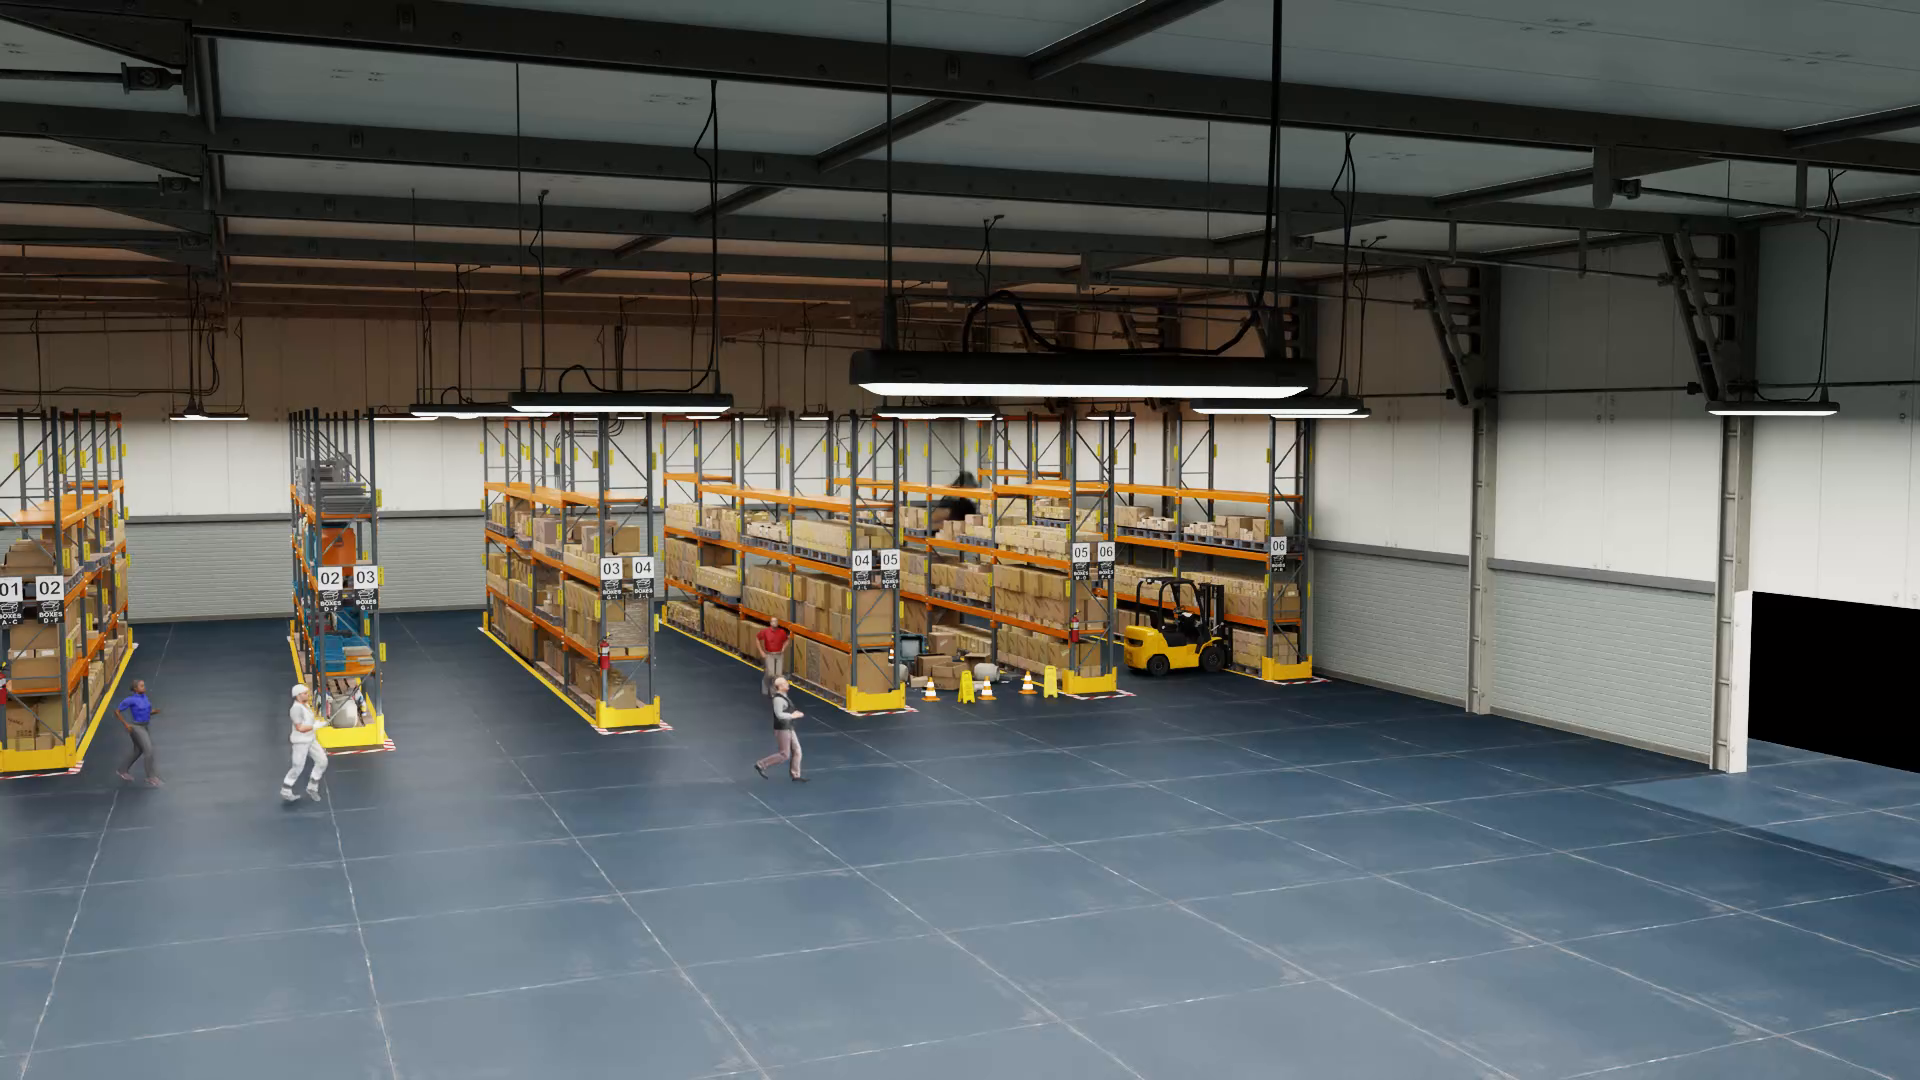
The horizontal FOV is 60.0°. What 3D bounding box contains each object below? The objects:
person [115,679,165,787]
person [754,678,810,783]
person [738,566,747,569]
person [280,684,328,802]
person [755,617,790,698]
[{"bbox_3d":[-12.987,3.044,26.291,0.835,1.699,0.557,0,4,0],"label":"person"},{"bbox_3d":[-2.820,3.024,26.403,0.871,1.696,0.671,0,4,1],"label":"person"},{"bbox_3d":[-6.468,1.403,48.665,0.684,1.783,1.000,-2,4,-24],"label":"person"},{"bbox_3d":[-9.868,3.076,25.051,0.743,1.824,0.640,0,4,1],"label":"person"},{"bbox_3d":[-3.865,2.453,34.624,0.710,1.689,0.563,-2,4,-22],"label":"person"}]
